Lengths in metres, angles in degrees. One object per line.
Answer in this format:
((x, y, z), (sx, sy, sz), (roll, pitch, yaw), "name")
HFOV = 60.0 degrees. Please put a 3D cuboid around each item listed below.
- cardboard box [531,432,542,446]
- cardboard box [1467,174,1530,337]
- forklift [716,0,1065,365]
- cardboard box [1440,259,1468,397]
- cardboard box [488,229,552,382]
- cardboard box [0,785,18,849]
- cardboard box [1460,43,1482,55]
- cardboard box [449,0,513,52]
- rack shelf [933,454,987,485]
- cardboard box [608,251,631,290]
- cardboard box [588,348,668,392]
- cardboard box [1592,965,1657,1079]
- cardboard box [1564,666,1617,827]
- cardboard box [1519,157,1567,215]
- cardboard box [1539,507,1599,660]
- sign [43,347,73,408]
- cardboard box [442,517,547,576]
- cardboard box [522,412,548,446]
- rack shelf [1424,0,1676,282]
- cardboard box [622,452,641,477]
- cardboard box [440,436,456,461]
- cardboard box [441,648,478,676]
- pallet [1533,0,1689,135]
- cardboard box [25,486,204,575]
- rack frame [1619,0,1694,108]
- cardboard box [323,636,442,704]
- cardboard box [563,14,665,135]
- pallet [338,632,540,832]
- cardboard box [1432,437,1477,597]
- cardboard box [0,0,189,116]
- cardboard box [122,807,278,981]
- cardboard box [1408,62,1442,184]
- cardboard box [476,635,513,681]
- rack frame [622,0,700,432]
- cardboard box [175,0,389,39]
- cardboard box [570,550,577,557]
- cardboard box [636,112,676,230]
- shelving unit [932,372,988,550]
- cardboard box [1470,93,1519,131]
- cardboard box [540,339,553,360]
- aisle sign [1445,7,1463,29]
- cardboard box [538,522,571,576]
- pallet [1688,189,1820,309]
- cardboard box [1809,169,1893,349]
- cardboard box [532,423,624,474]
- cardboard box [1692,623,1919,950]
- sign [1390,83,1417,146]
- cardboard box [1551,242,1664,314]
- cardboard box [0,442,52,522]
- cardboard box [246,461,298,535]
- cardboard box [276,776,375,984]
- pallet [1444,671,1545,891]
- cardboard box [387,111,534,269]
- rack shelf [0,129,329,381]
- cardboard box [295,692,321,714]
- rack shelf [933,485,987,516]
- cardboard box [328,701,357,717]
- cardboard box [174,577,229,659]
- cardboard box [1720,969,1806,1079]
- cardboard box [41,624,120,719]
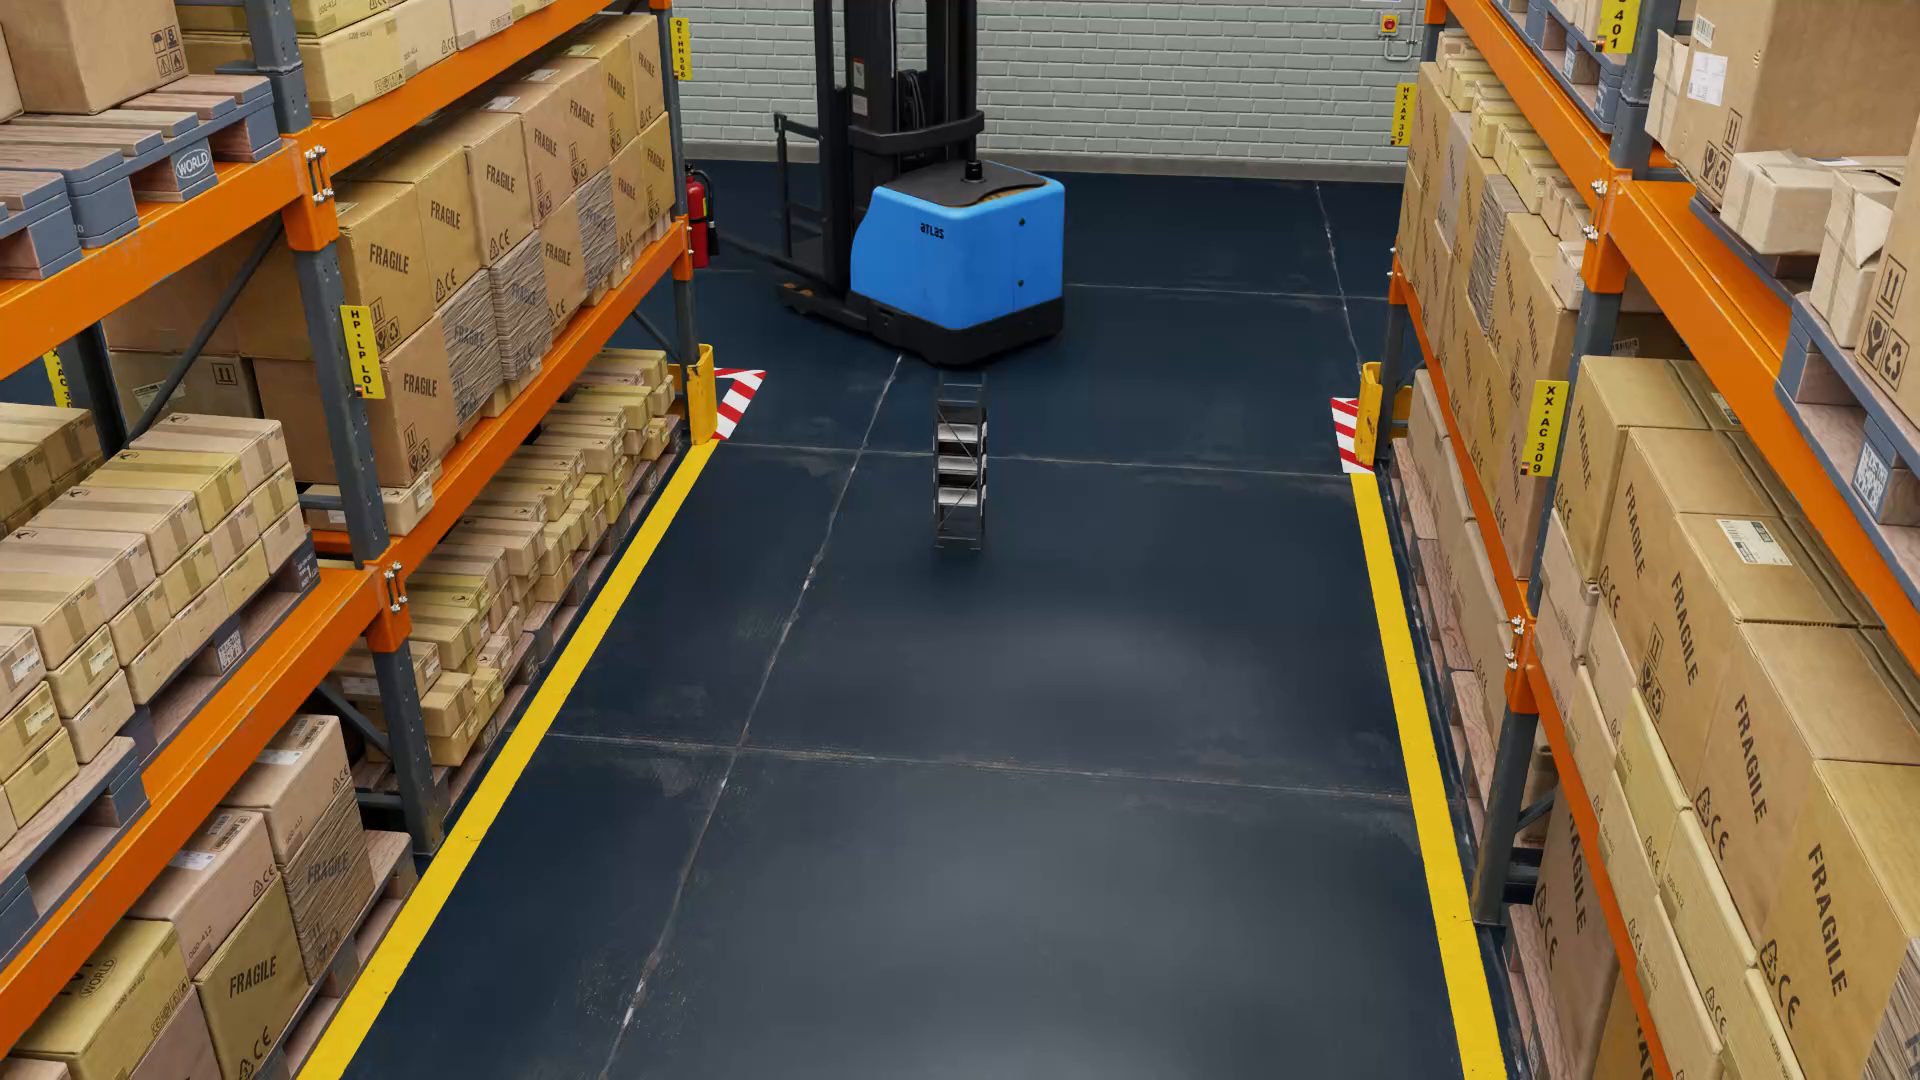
((-2.022, -0.456, 8.683), (0.380, 0.149, 0.250), (3, 28, 6), "cardboard box")
((2.299, -1.103, 6.476), (0.500, 0.500, 0.500), (4, 29, 7), "cardboard box")
((-0.667, -3.028, 11.280), (1.130, 2.935, 3.031), (-24, 36, -37), "forklift")
((2.379, -0.905, 7.162), (0.500, 0.500, 0.500), (4, 29, 8), "cardboard box")
((-2.072, -1.004, 7.032), (0.500, 0.500, 0.500), (3, 28, 5), "cardboard box")
((-2.575, 0.721, 4.072), (0.380, 0.149, 0.250), (2, 28, 5), "cardboard box")
((2.602, -2.276, 7.969), (0.380, 0.149, 0.250), (4, 29, 7), "cardboard box")
((-2.079, -2.080, 6.443), (0.500, 0.250, 0.500), (5, 29, 8), "cardboard box")
((0.001, -0.371, 8.559), (0.258, 0.077, 0.200), (3, 28, 6), "rack shelf")
((-1.894, -1.390, 8.432), (0.380, 0.149, 0.250), (4, 29, 8), "cardboard box")
((-1.857, -0.953, 9.292), (0.380, 0.149, 0.250), (4, 29, 7), "cardboard box")
((2.292, 1.570, 4.470), (0.875, 0.875, 0.875), (4, 29, 8), "cardboard box")
((2.014, 0.599, 4.633), (0.500, 0.250, 0.500), (3, 28, 5), "cardboard box")
((2.302, -1.310, 6.176), (0.380, 0.149, 0.250), (3, 28, 6), "cardboard box")
((2.058, 0.134, 4.969), (0.500, 0.250, 0.500), (3, 28, 5), "cardboard box")
((-3.073, -0.551, 5.698), (0.100, 0.325, 0.005), (3, 28, 6), "sign")
((-2.089, 0.028, 7.470), (0.380, 0.149, 0.250), (4, 29, 7), "cardboard box")
((-2.394, -0.608, 8.966), (0.380, 0.149, 0.250), (4, 29, 7), "cardboard box")
((2.637, -1.848, 6.613), (1.077, 0.370, 4.000), (3, 28, 6), "rack shelf")
((-1.950, -0.449, 8.984), (0.380, 0.149, 0.250), (3, 28, 6), "cardboard box")
((-2.236, -0.401, 6.596), (0.380, 0.149, 0.250), (2, 28, 4), "cardboard box")
((-2.230, 0.520, 6.871), (0.380, 0.149, 0.250), (4, 29, 7), "cardboard box")
((2.502, -1.568, 5.429), (1.003, 0.211, 1.213), (3, 28, 6), "pallet")
((-2.455, -0.030, 4.838), (0.380, 0.149, 0.250), (2, 28, 5), "cardboard box")
((2.392, -2.543, 3.983), (1.000, 3.000, 0.127), (3, 28, 6), "rack frame")
((-2.286, 0.516, 6.566), (0.380, 0.149, 0.250), (4, 29, 8), "cardboard box")
((-1.853, -2.411, 8.589), (0.500, 0.500, 0.500), (3, 28, 5), "cardboard box")
((-2.486, 0.767, 7.104), (1.003, 0.211, 1.213), (3, 28, 6), "pallet")
((2.796, -0.094, 8.021), (0.875, 0.438, 0.875), (4, 29, 8), "cardboard box")
((-2.689, -1.520, 4.698), (0.700, 0.500, 0.500), (3, 28, 6), "cardboard box")
((-2.450, 1.049, 5.041), (0.500, 0.250, 0.500), (5, 29, 9), "cardboard box")
((2.540, -2.060, 8.252), (0.500, 0.500, 0.500), (3, 28, 5), "cardboard box")
((-2.159, 0.530, 7.167), (0.380, 0.149, 0.250), (3, 28, 6), "cardboard box")
((-2.043, -2.025, 9.347), (1.000, 3.000, 0.127), (3, 28, 6), "rack frame")
((-2.236, -1.830, 5.452), (0.500, 0.250, 0.500), (4, 29, 8), "cardboard box")
((-2.095, 0.034, 8.088), (0.380, 0.149, 0.250), (4, 29, 8), "cardboard box")
((-1.843, -1.974, 8.832), (0.500, 0.500, 0.500), (4, 29, 7), "cardboard box")
((0.001, -0.400, 8.544), (0.258, 0.900, 0.210), (3, 28, 6), "shelving unit")
((2.390, -1.794, 7.074), (0.380, 0.149, 0.250), (4, 29, 7), "cardboard box")
((-2.074, -0.898, 7.519), (0.380, 0.149, 0.250), (4, 29, 8), "cardboard box")
((2.603, -2.980, 8.379), (0.394, 0.787, 0.004), (3, 28, 6), "aisle sign")
((-2.049, 0.034, 7.775), (0.380, 0.149, 0.250), (3, 28, 6), "cardboard box")
((2.328, -0.704, 3.934), (0.805, 0.209, 1.217), (2, 28, 4), "pallet")
((1.820, -0.509, 3.068), (0.396, 0.266, 0.258), (6, 29, 10), "cardboard box")
((-1.923, -0.461, 8.379), (0.380, 0.149, 0.250), (4, 29, 8), "cardboard box")
((1.897, 0.525, 3.454), (0.500, 0.500, 0.500), (3, 28, 5), "cardboard box")
((2.332, -2.236, 8.742), (0.100, 0.325, 0.005), (3, 28, 6), "sign")
((2.113, -0.836, 5.295), (0.380, 0.149, 0.250), (3, 28, 5), "cardboard box")
((-3.066, -0.188, 5.132), (0.380, 0.149, 0.250), (4, 29, 8), "cardboard box")
((-2.386, -0.149, 5.372), (0.380, 0.149, 0.250), (4, 29, 8), "cardboard box")
((-2.374, 1.136, 5.671), (0.500, 0.500, 0.500), (3, 28, 5), "cardboard box")
((2.562, 0.972, 6.723), (1.003, 0.211, 1.213), (3, 28, 6), "pallet")
((-2.096, -1.436, 6.780), (0.500, 0.500, 0.500), (4, 29, 7), "cardboard box")
((-2.779, -0.205, 3.563), (1.077, 0.370, 4.000), (3, 28, 6), "rack shelf")
((-2.810, 0.630, 6.667), (0.380, 0.149, 0.250), (4, 29, 7), "cardboard box")
((0.001, -0.212, 8.645), (0.258, 0.077, 0.200), (3, 28, 6), "rack shelf")
((-2.709, 0.606, 7.026), (0.380, 0.149, 0.250), (4, 29, 8), "cardboard box")
((-2.449, 0.221, 4.999), (0.380, 0.149, 0.250), (3, 28, 6), "cardboard box")
((1.810, 1.100, 3.177), (0.500, 0.250, 0.500), (3, 28, 5), "cardboard box")
((-2.513, 0.343, 4.459), (0.380, 0.149, 0.250), (2, 28, 4), "cardboard box")
